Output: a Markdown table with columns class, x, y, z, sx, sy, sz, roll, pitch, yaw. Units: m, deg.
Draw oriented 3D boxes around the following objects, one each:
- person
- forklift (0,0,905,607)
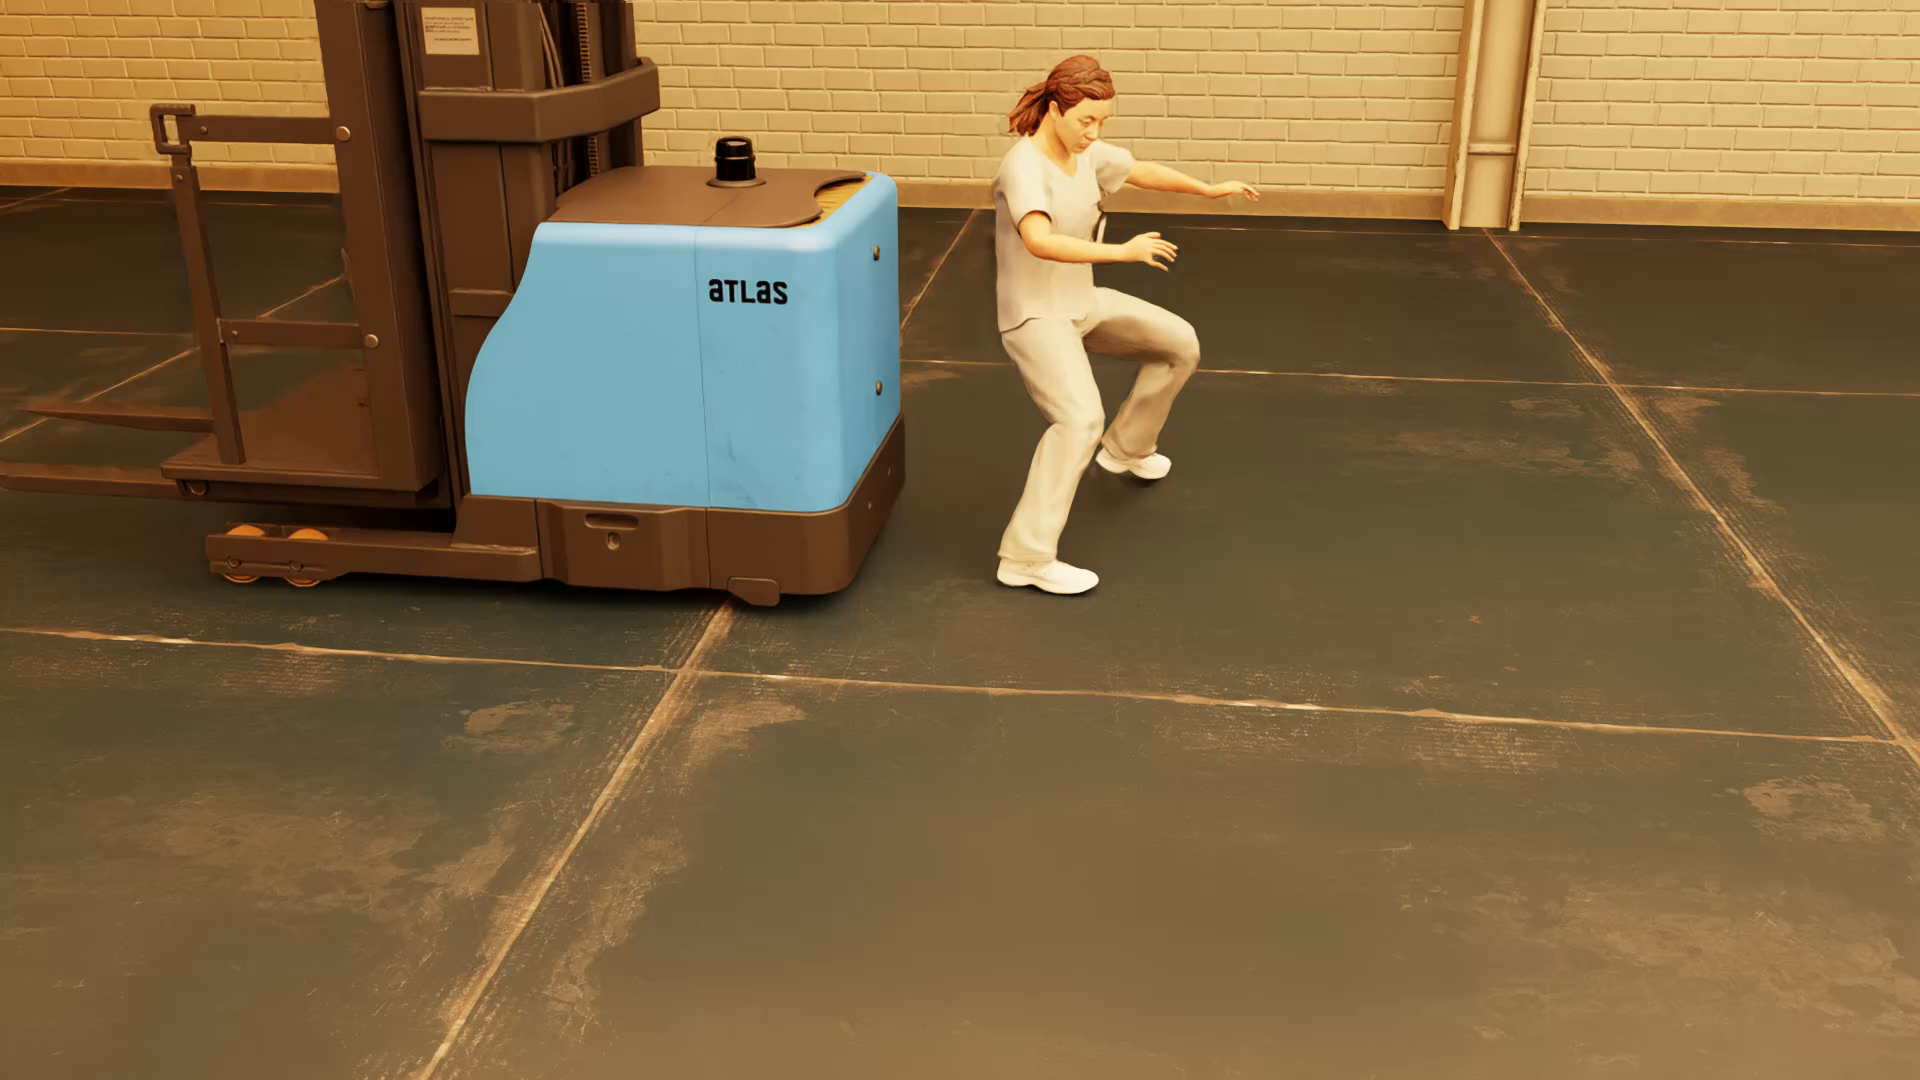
| class | x | y | z | sx | sy | sz | roll | pitch | yaw |
| --- | --- | --- | --- | --- | --- | --- | --- | --- | --- |
| person | 0.435 | -0.705 | 4.987 | 0.645 | 1.448 | 1.091 | 16 | 27 | 35 |
| forklift | -1.741 | -1.413 | 4.761 | 3.031 | 2.935 | 1.130 | 3 | 22 | 8 |
